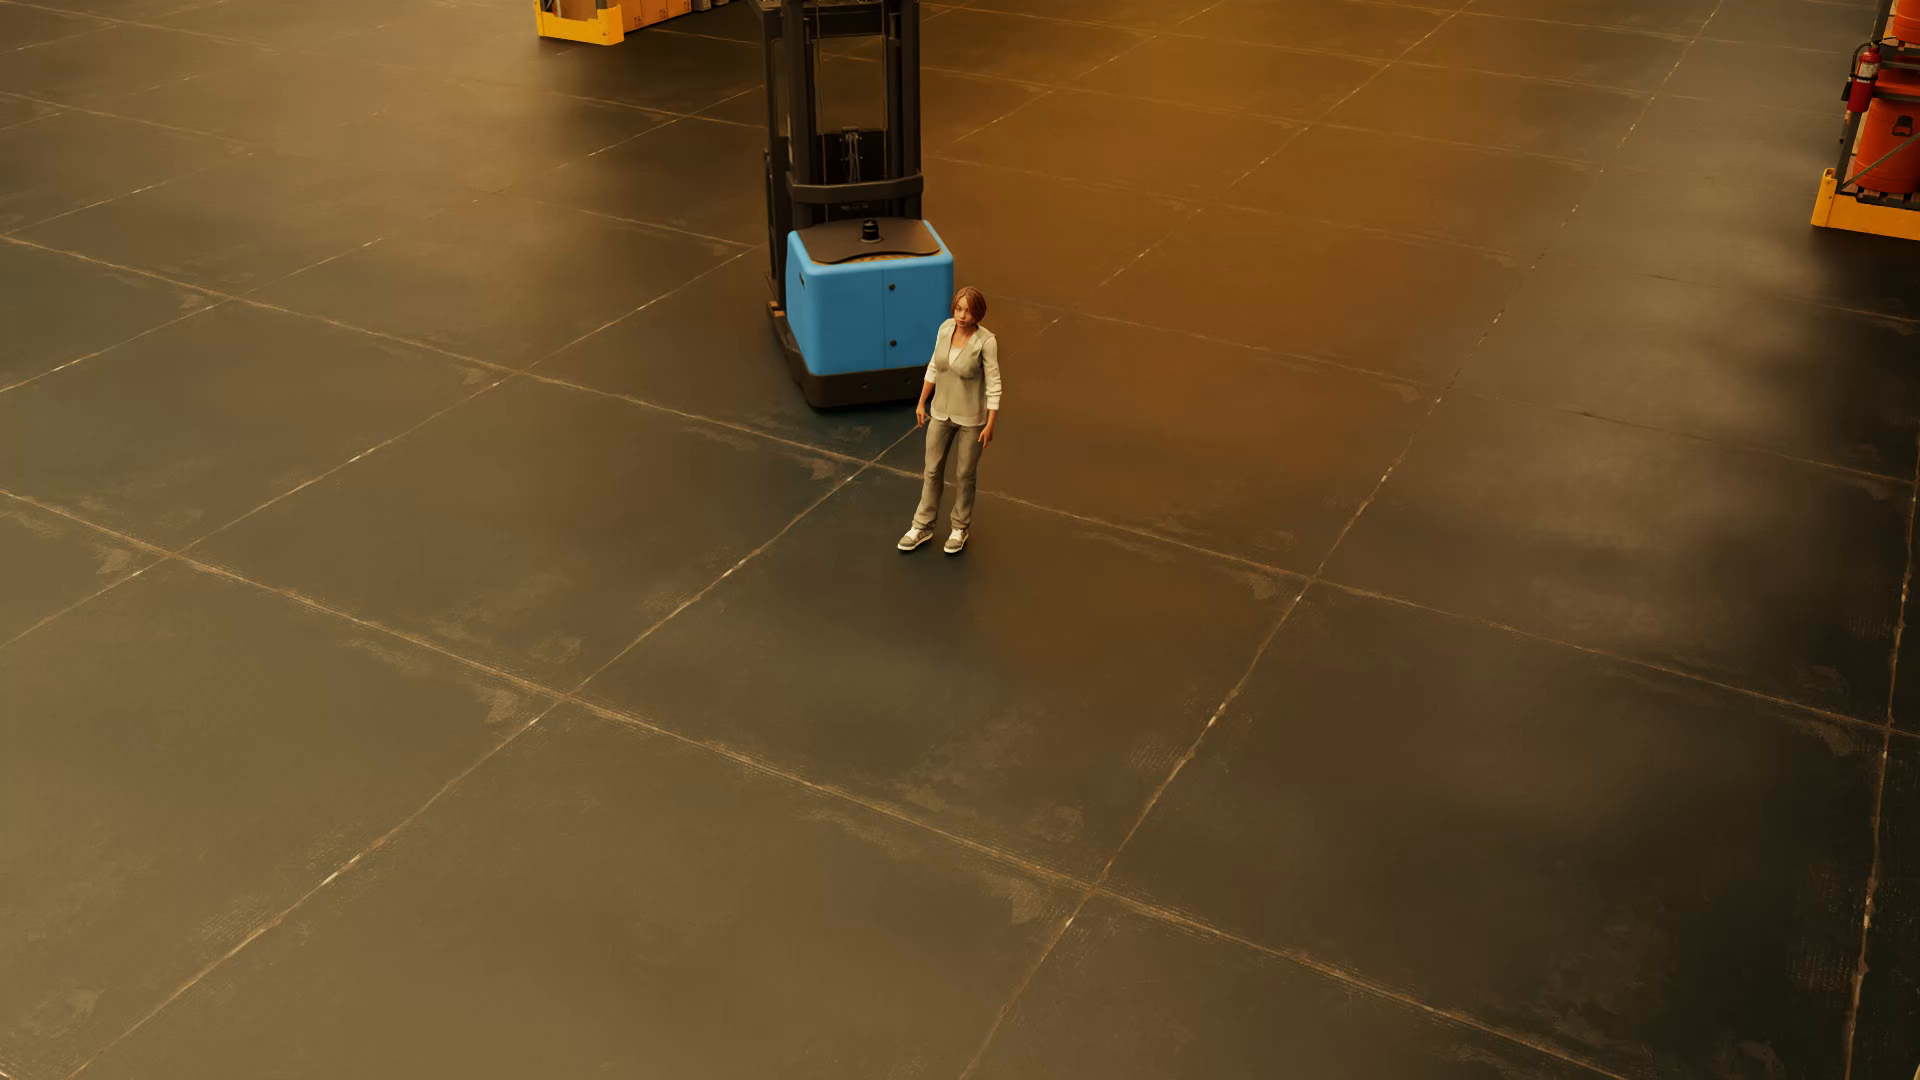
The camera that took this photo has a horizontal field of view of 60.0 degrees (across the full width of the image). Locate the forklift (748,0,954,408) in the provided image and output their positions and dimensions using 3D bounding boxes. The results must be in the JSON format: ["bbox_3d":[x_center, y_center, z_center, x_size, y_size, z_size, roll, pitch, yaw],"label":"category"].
[{"bbox_3d":[-0.883,-2.902,12.099,1.130,2.935,3.031,-7,31,-12],"label":"forklift"}]

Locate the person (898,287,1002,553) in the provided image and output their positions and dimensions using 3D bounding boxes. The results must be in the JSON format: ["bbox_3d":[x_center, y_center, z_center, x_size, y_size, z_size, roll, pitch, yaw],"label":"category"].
[{"bbox_3d":[-0.048,-0.669,9.550,0.521,1.596,0.475,15,33,25],"label":"person"}]
